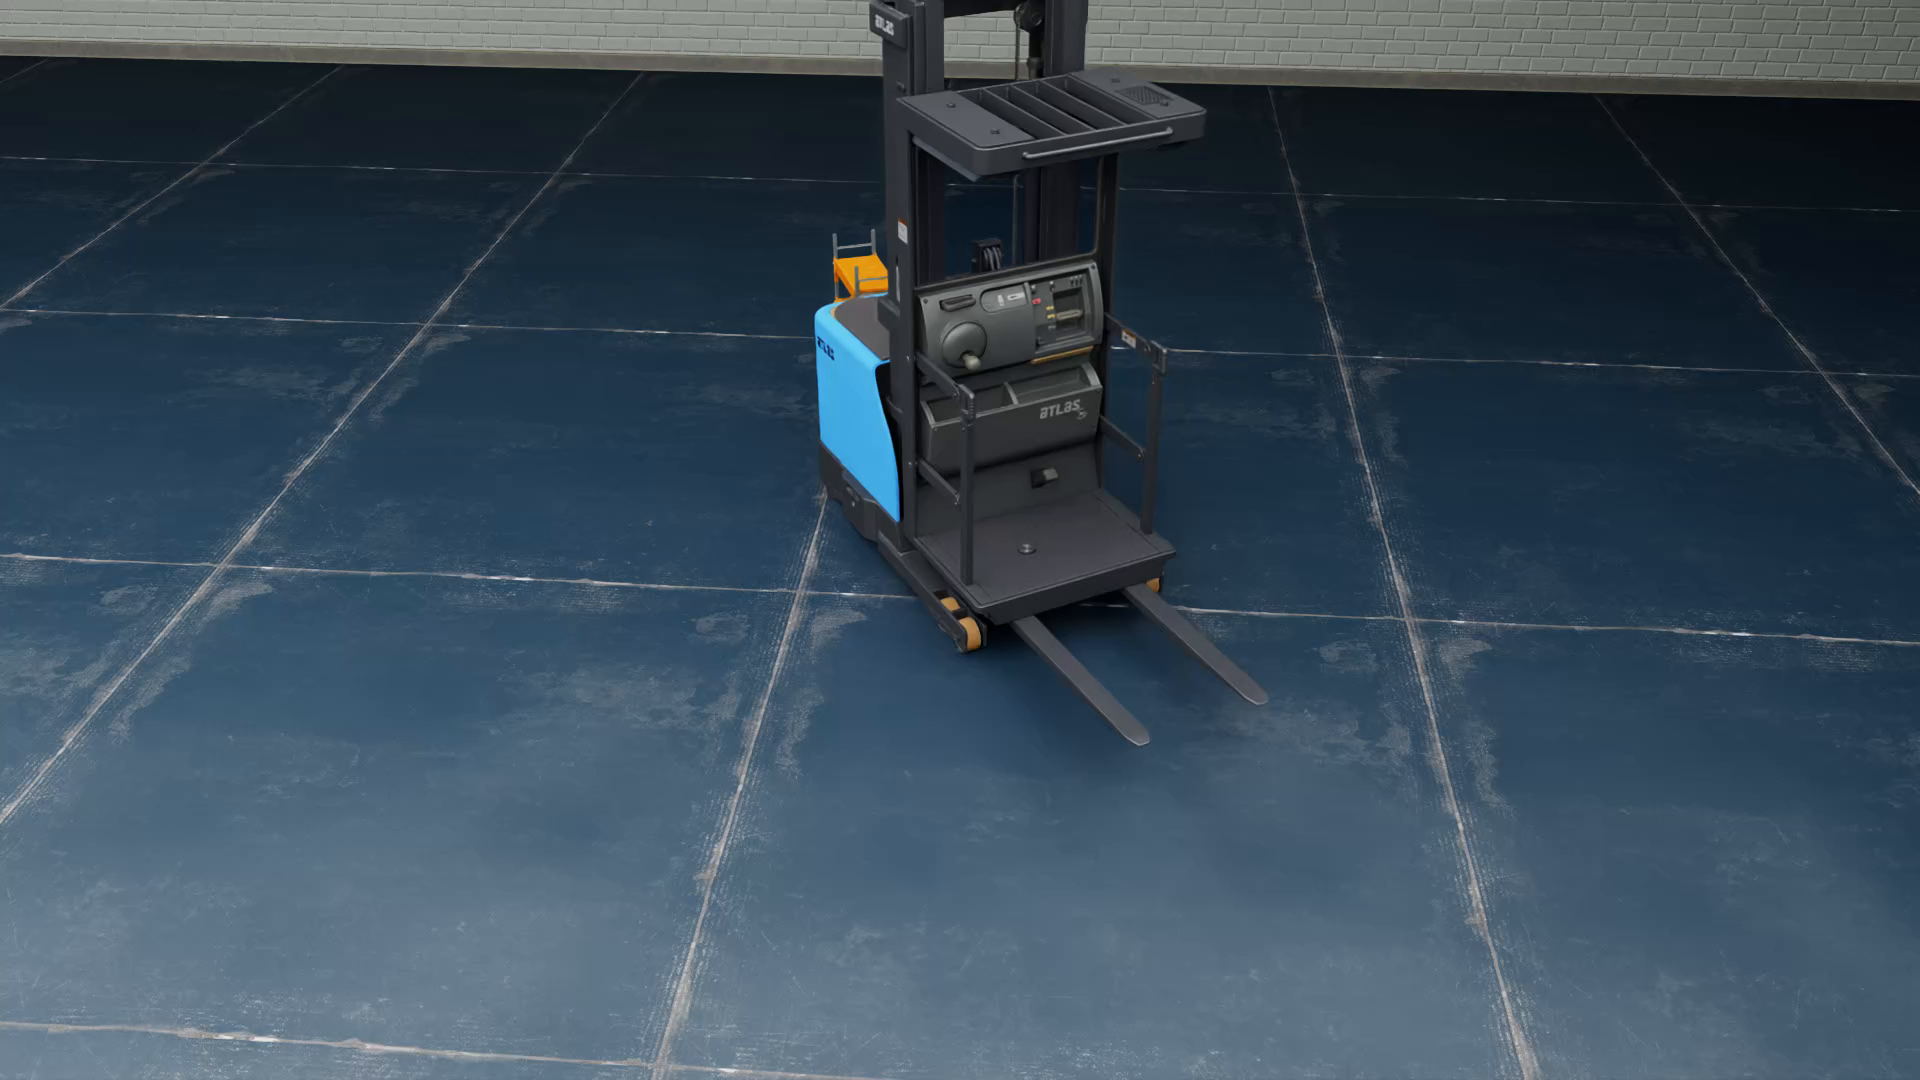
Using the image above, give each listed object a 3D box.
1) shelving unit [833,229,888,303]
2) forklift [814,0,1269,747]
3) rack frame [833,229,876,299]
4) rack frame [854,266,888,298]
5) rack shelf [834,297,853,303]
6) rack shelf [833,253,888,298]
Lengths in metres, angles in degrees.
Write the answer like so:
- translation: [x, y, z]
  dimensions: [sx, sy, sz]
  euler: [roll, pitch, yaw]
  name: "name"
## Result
- translation: [-0.517, -1.079, 9.357]
  dimensions: [0.258, 1.200, 0.503]
  euler: [-9, 33, -15]
  name: "shelving unit"
- translation: [0.348, -0.984, 7.553]
  dimensions: [1.130, 2.935, 3.031]
  euler: [-15, 35, -23]
  name: "forklift"
- translation: [-0.590, -1.201, 9.556]
  dimensions: [0.240, 1.200, 0.015]
  euler: [-9, 33, -15]
  name: "rack frame"
- translation: [-0.444, -0.957, 9.159]
  dimensions: [0.240, 1.200, 0.015]
  euler: [-9, 33, -15]
  name: "rack frame"
- translation: [-0.517, -1.212, 9.275]
  dimensions: [0.258, 0.148, 0.480]
  euler: [-9, 33, -15]
  name: "rack shelf"
- translation: [-0.517, -1.414, 9.151]
  dimensions: [0.258, 0.148, 0.480]
  euler: [-9, 33, -15]
  name: "rack shelf"
